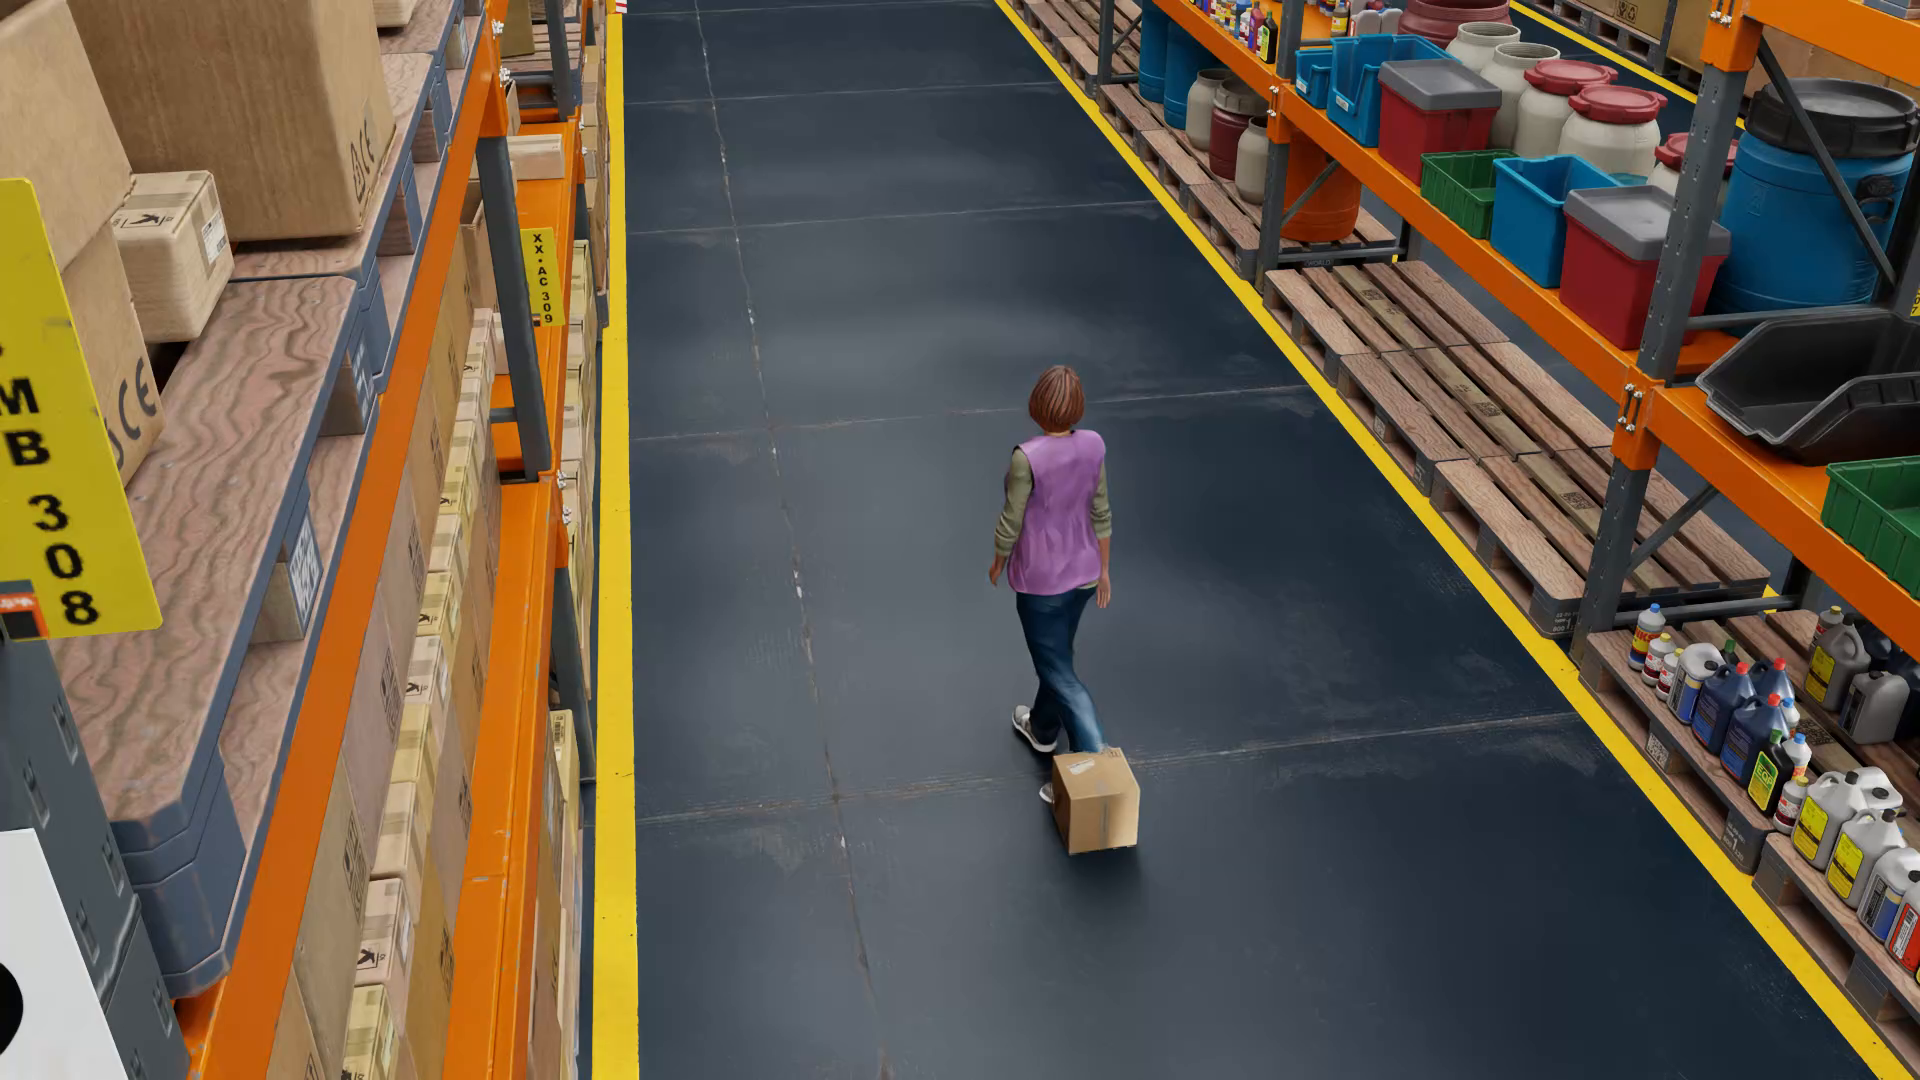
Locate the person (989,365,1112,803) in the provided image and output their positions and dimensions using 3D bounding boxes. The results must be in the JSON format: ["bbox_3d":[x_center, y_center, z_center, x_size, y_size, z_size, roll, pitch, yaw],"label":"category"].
[{"bbox_3d":[0.361,0.162,5.868,0.439,1.587,0.639,-21,37,-30],"label":"person"}]
